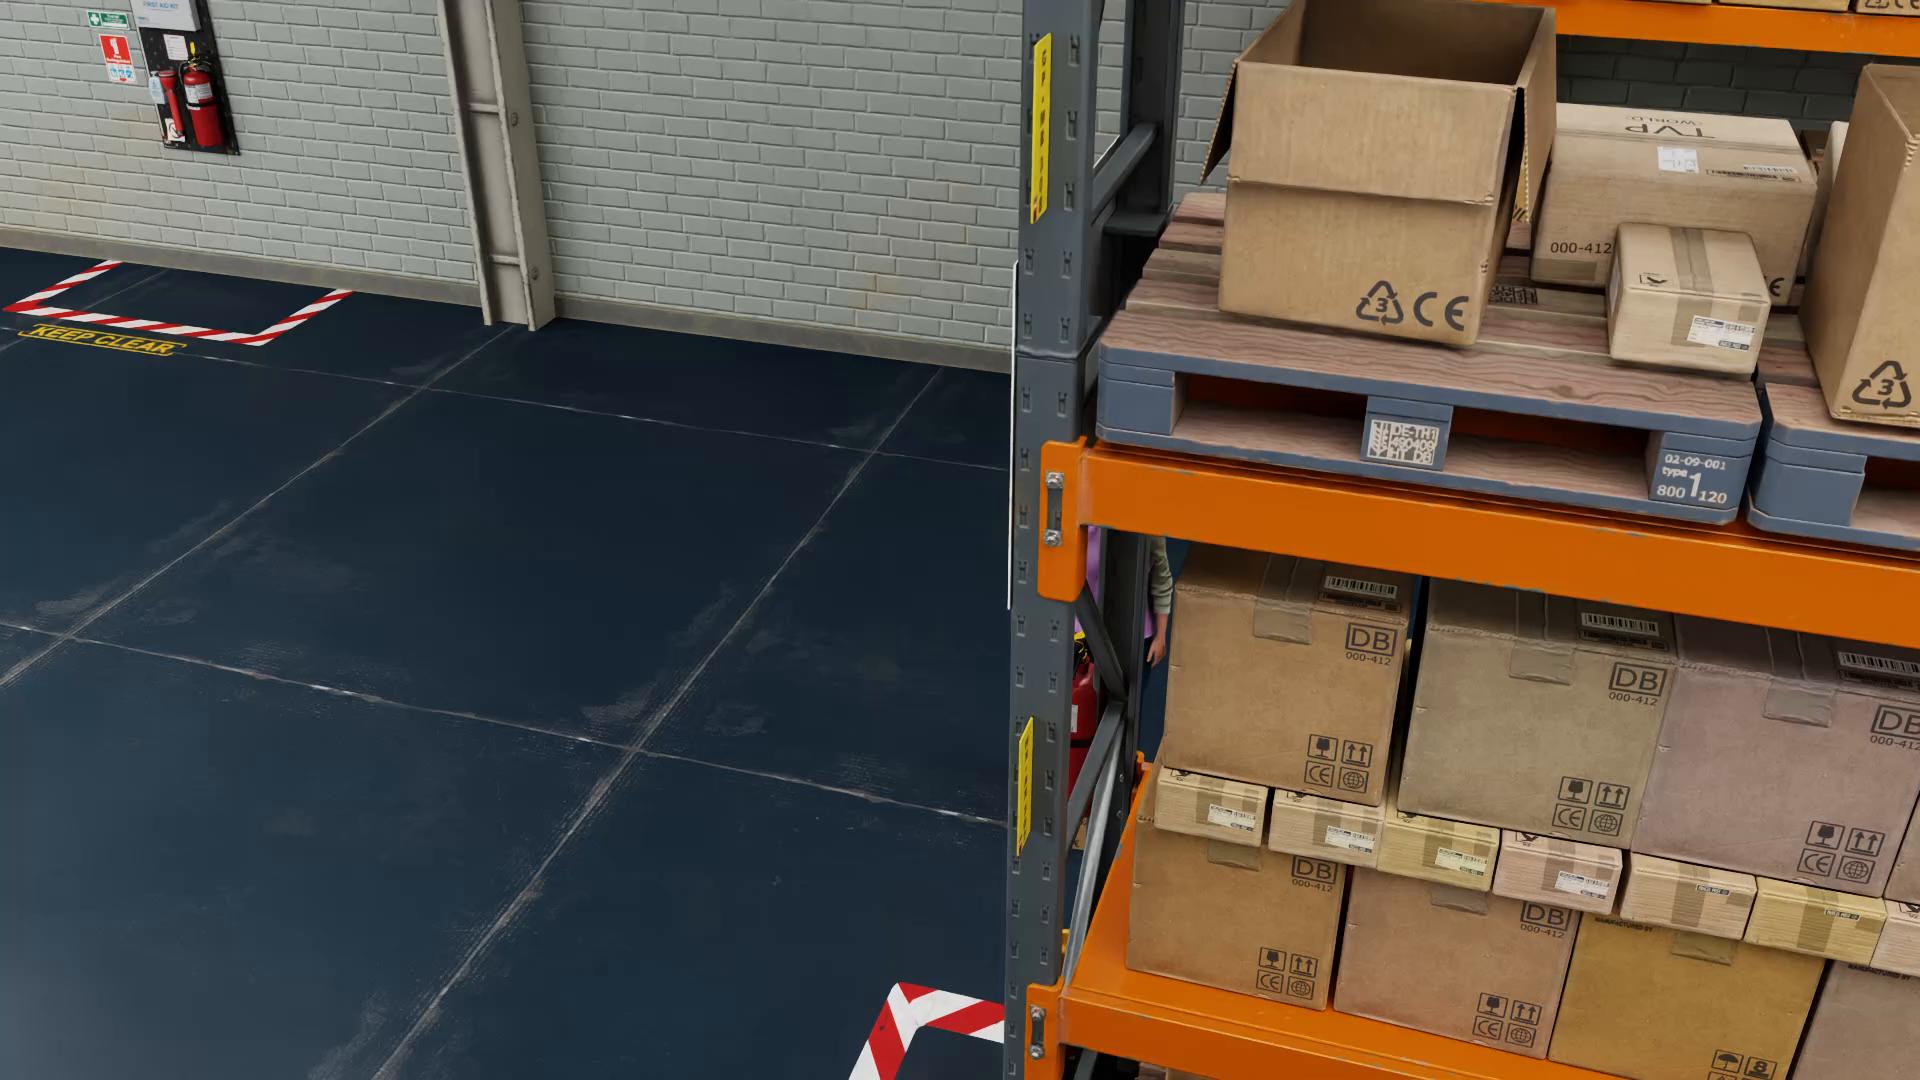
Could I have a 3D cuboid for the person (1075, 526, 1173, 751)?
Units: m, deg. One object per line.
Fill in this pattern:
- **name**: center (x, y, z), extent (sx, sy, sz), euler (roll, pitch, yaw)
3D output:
- **person**: center (0.579, 0.361, 6.504), extent (0.479, 1.592, 0.348), euler (7, 30, 12)
